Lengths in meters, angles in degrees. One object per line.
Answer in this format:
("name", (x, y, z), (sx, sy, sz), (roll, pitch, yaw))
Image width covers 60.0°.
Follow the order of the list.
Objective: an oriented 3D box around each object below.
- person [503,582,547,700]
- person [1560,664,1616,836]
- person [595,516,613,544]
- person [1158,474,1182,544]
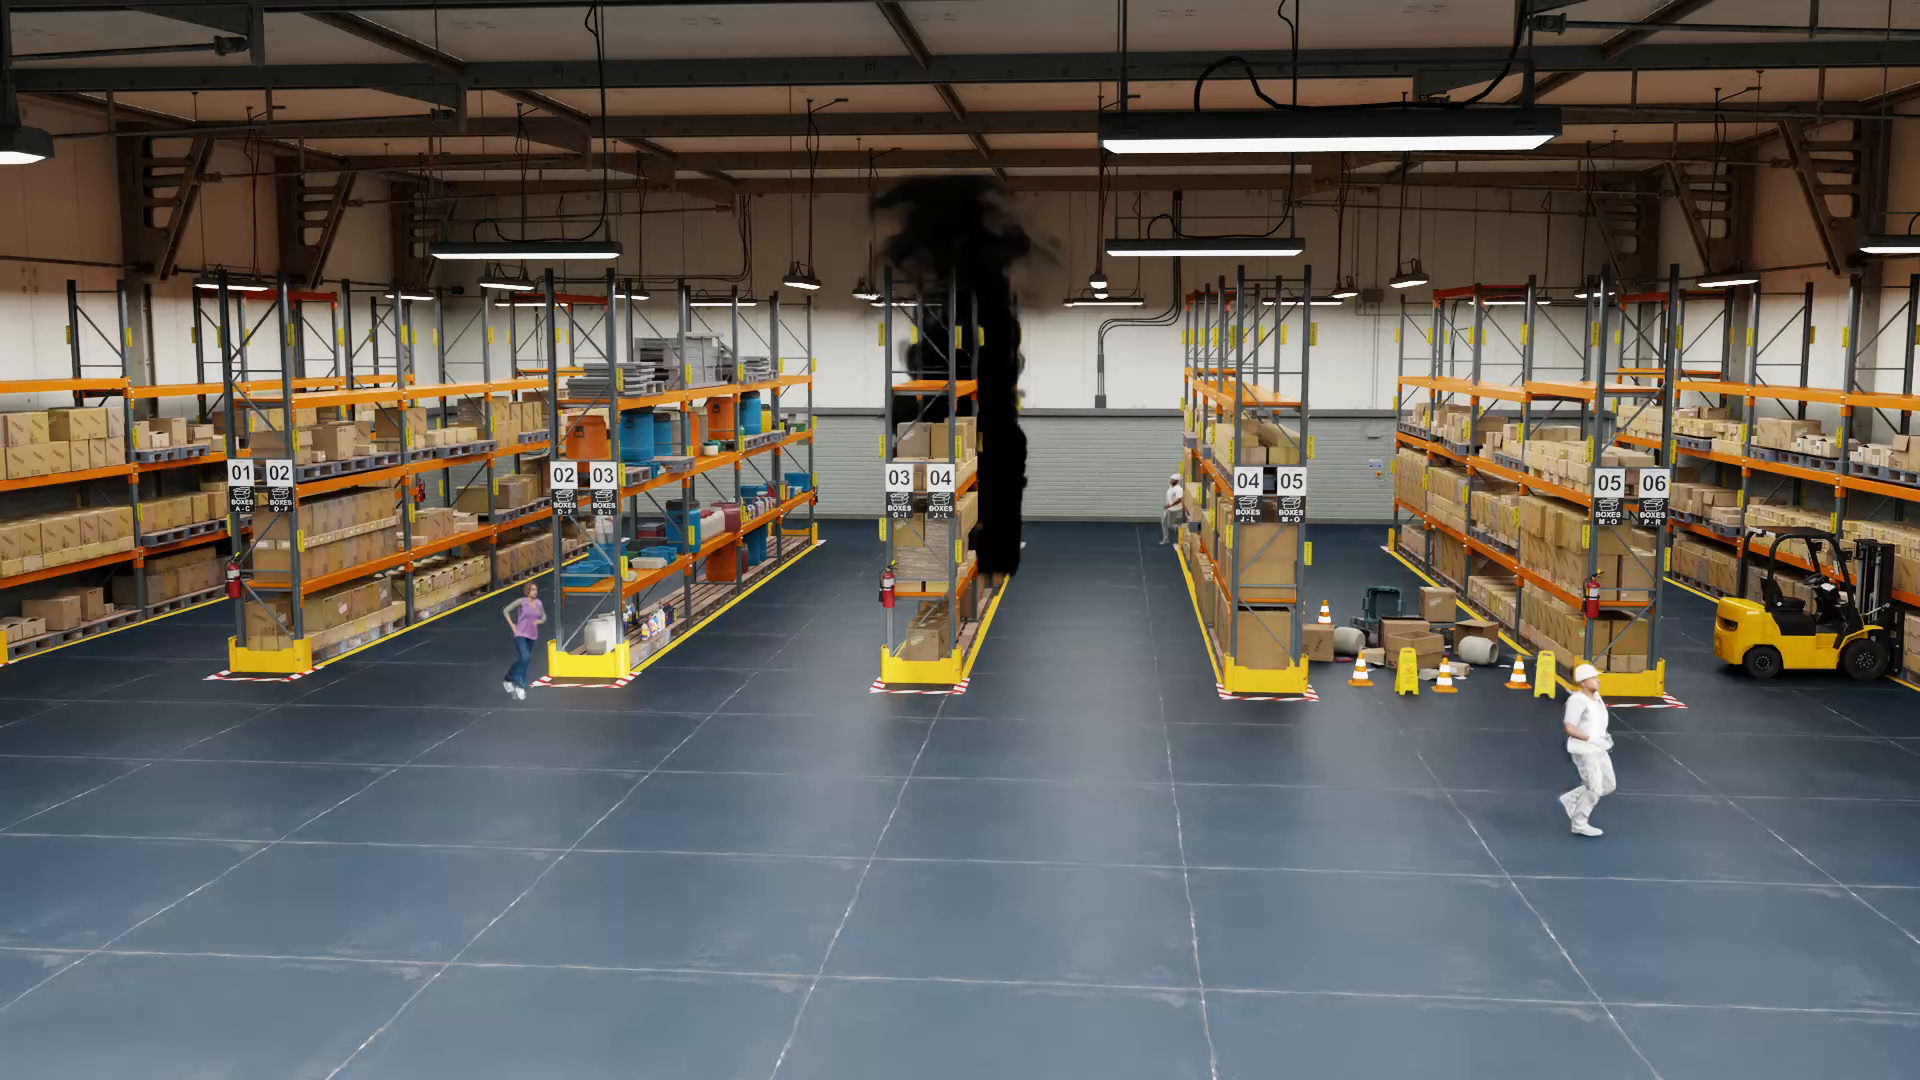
("person", (-6.129, 1.396, 23.398), (0.645, 1.625, 0.561), (6, 9, 40))
("person", (6.332, 2.114, 16.746), (0.614, 1.734, 0.677), (6, 9, 42))
("person", (-6.994, -0.085, 33.003), (0.574, 1.778, 0.701), (0, 7, 2))
("person", (5.219, -0.750, 40.393), (0.741, 1.744, 0.744), (-1, 7, -12))
